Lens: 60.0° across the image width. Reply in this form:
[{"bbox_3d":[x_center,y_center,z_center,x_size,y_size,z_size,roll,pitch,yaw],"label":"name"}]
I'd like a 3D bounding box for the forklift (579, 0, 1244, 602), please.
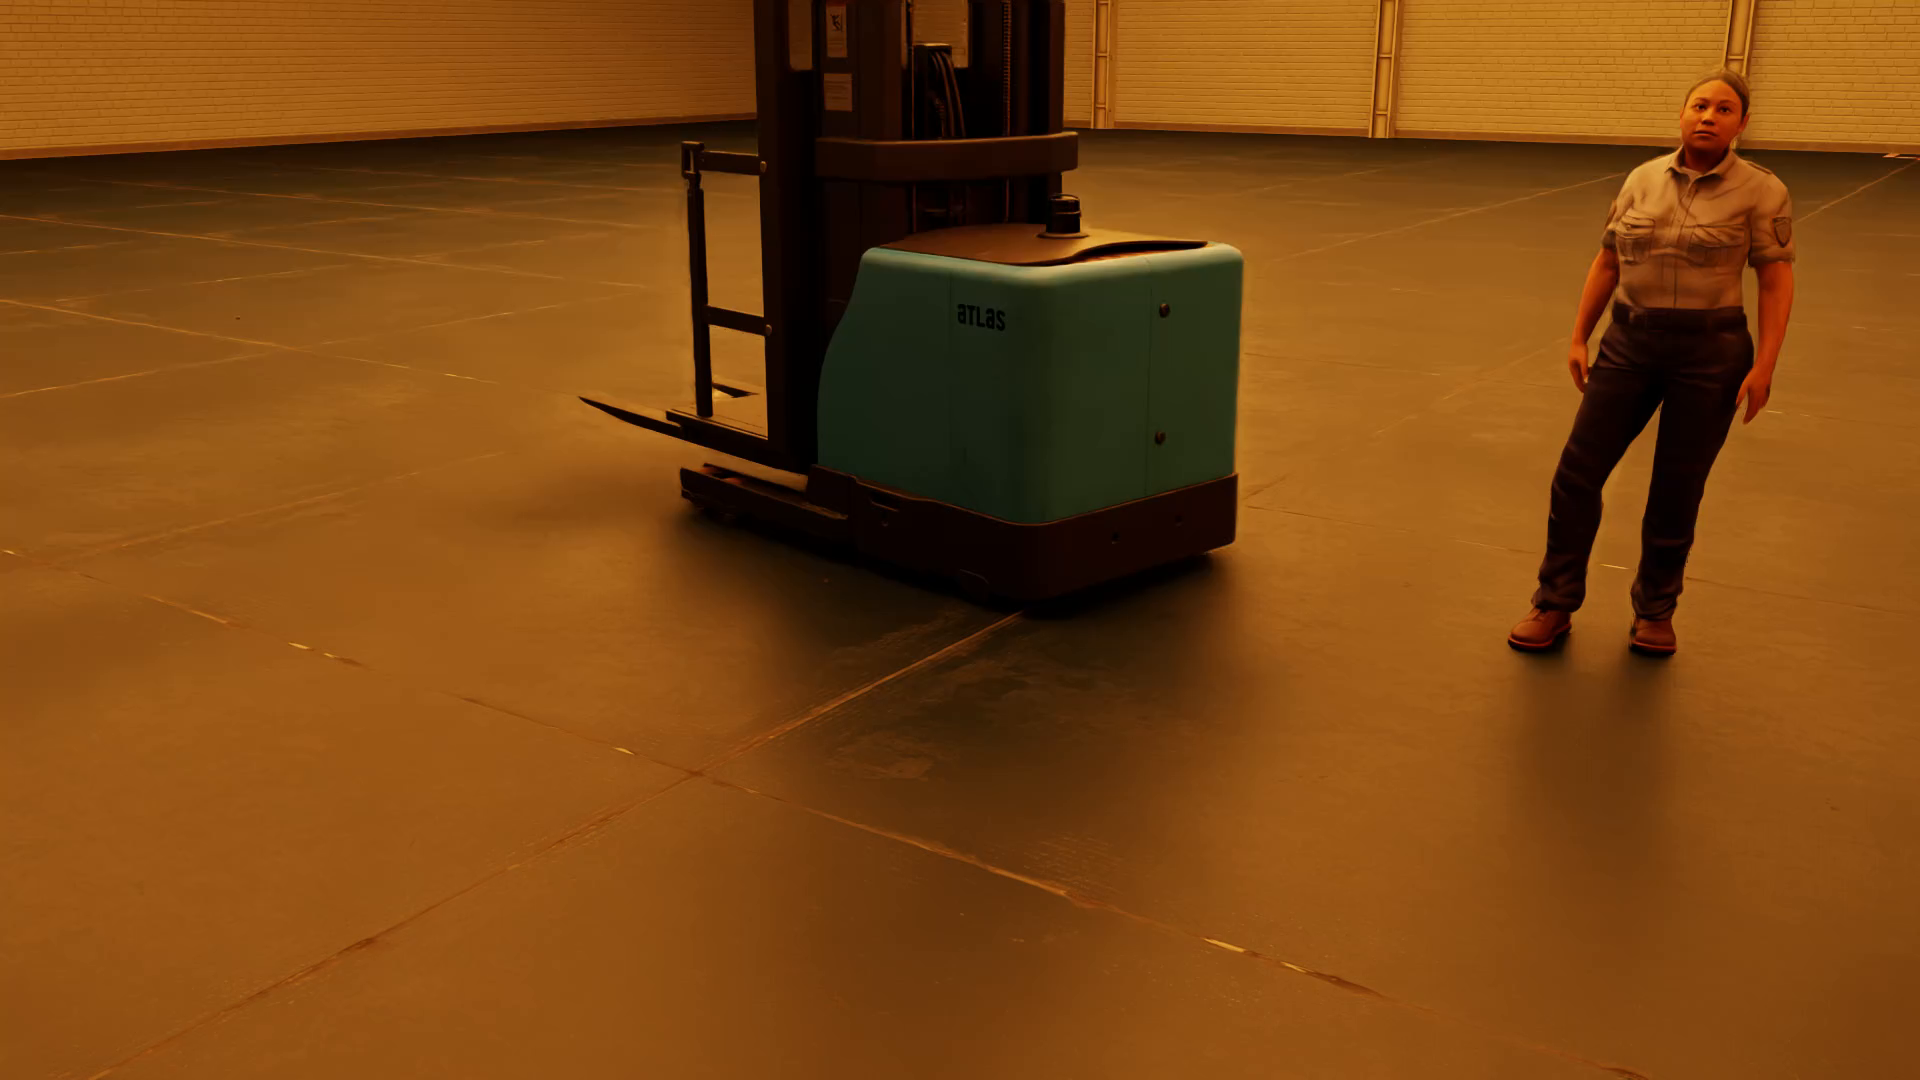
[{"bbox_3d":[-0.412,-1.562,6.055,1.130,2.935,3.031,-14,22,-40],"label":"forklift"}]

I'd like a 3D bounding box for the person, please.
[{"bbox_3d":[1.972,-0.474,4.690,0.578,1.647,0.543,13,21,38],"label":"person"}]
